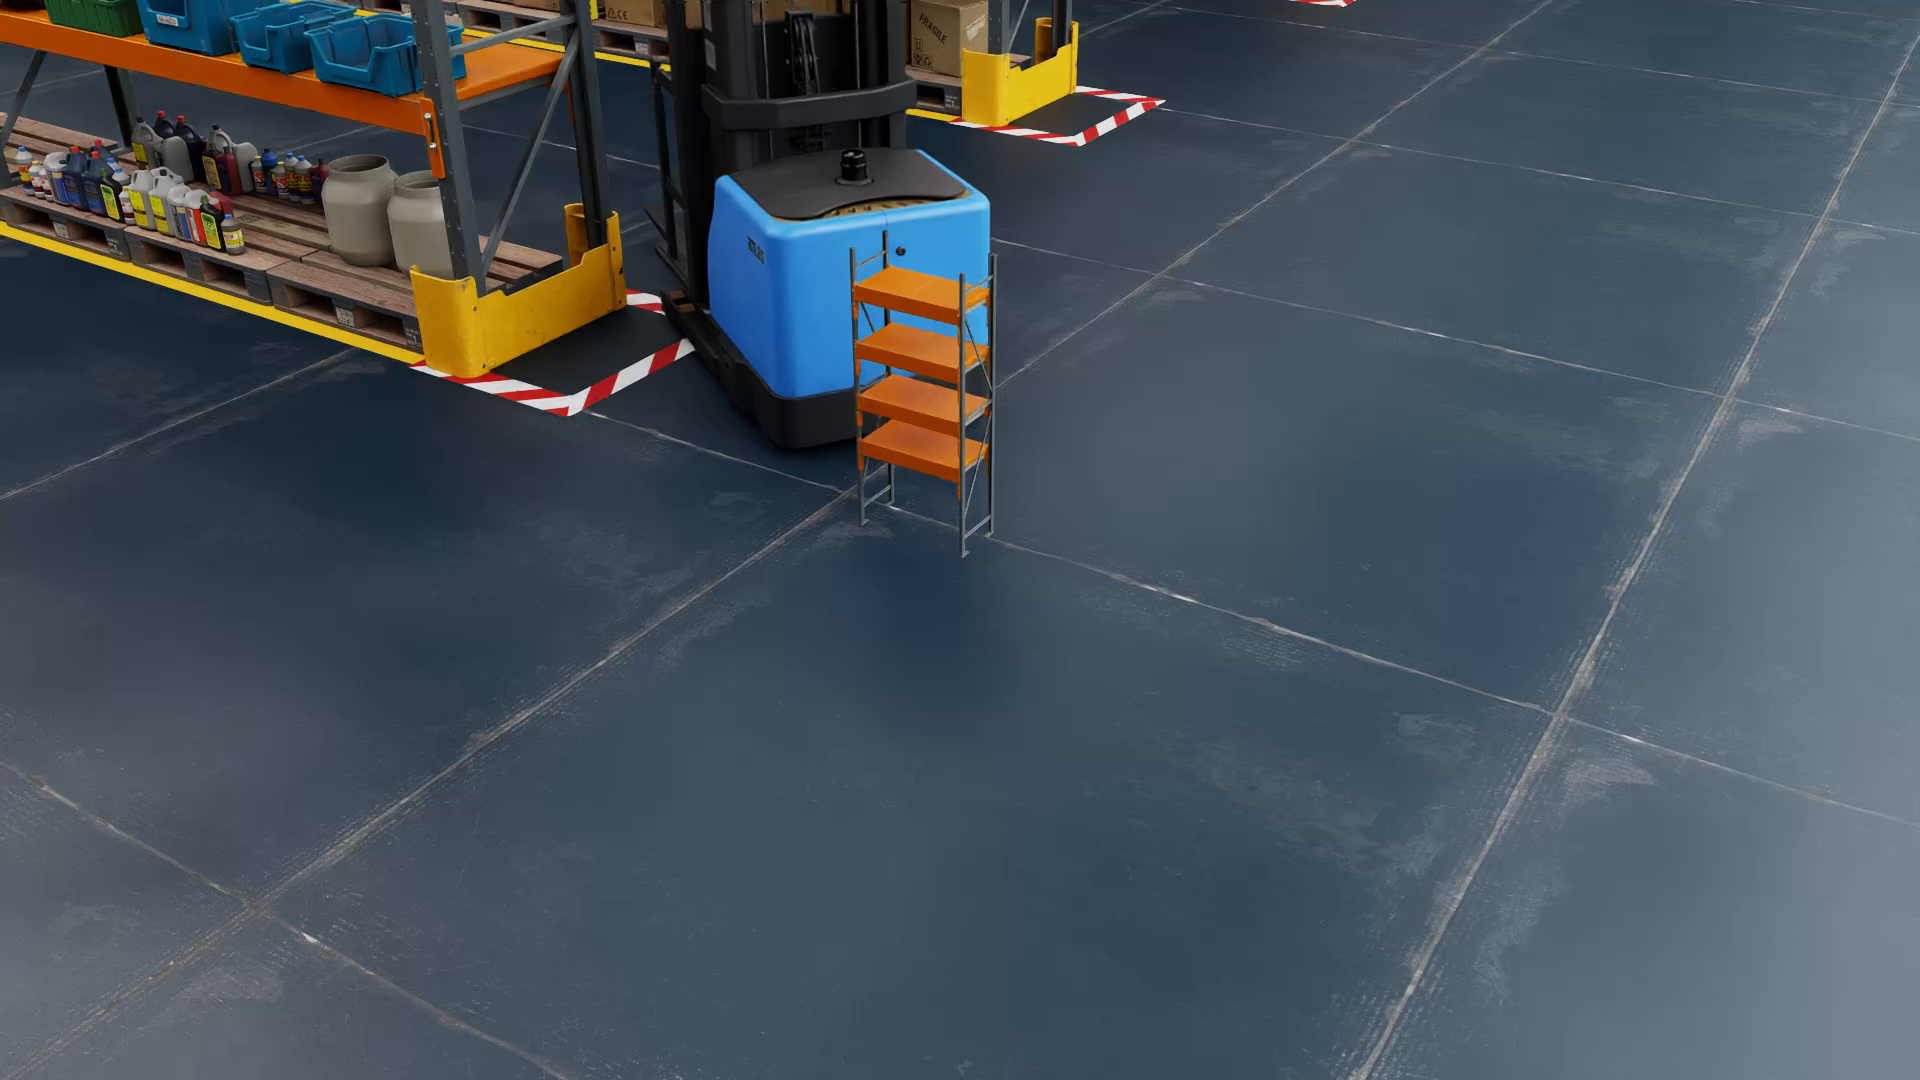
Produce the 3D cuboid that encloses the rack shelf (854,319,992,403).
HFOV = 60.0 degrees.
[{"bbox_3d":[-0.140,-0.698,6.445,0.480,0.148,0.258,18,35,27],"label":"rack shelf"}]

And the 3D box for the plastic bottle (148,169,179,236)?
[{"bbox_3d":[-4.372,-1.873,9.177,0.185,0.351,0.144,19,35,29],"label":"plastic bottle"}]

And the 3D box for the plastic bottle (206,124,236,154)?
[{"bbox_3d":[-4.378,-2.294,9.897,0.185,0.351,0.144,17,34,27],"label":"plastic bottle"}]

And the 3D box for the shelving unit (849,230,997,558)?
[{"bbox_3d":[-0.140,-0.563,6.524,0.503,1.200,0.258,18,35,27],"label":"shelving unit"}]

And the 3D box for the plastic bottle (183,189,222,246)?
[{"bbox_3d":[-4.112,-1.761,9.059,0.135,0.276,0.152,18,35,28],"label":"plastic bottle"}]

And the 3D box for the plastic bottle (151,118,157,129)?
[{"bbox_3d":[-4.930,-2.464,10.256,0.133,0.283,0.061,19,35,30],"label":"plastic bottle"}]

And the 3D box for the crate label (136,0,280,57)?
[{"bbox_3d":[-3.828,-2.756,8.463,0.616,0.435,0.502,18,35,27],"label":"crate label"}]

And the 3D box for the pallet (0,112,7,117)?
[{"bbox_3d":[-7.236,-2.751,11.256,1.213,0.211,1.003,18,35,27],"label":"pallet"}]

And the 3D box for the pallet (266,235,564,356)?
[{"bbox_3d":[-2.899,-1.379,8.905,1.213,0.211,1.003,18,35,27],"label":"pallet"}]

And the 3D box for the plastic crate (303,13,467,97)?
[{"bbox_3d":[-2.708,-2.306,7.873,0.616,0.251,0.499,18,35,27],"label":"plastic crate"}]

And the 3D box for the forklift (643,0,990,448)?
[{"bbox_3d":[-0.913,-2.392,7.942,1.130,2.935,3.031,-13,33,-20],"label":"forklift"}]

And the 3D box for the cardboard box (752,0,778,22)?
[{"bbox_3d":[-1.505,-4.244,13.111,0.500,0.500,0.500,14,33,23],"label":"cardboard box"}]

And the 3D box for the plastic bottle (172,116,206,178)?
[{"bbox_3d":[-4.652,-2.380,10.045,0.185,0.351,0.144,16,34,25],"label":"plastic bottle"}]

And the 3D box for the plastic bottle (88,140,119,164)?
[{"bbox_3d":[-4.973,-2.149,9.649,0.185,0.351,0.144,18,35,27],"label":"plastic bottle"}]

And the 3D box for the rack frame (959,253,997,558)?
[{"bbox_3d":[0.066,-0.497,6.412,0.015,1.200,0.240,18,35,27],"label":"rack frame"}]

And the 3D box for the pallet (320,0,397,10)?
[{"bbox_3d":[-5.606,-5.206,15.465,1.213,0.211,1.003,18,35,27],"label":"pallet"}]

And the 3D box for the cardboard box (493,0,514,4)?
[{"bbox_3d":[-3.782,-4.969,14.334,0.500,0.500,0.700,17,34,27],"label":"cardboard box"}]

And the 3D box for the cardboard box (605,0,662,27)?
[{"bbox_3d":[-2.562,-4.527,13.596,0.500,0.500,0.500,16,34,26],"label":"cardboard box"}]

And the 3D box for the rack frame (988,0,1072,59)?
[{"bbox_3d":[0.508,-4.477,11.448,0.127,3.000,1.000,18,35,27],"label":"rack frame"}]

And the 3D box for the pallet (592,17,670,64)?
[{"bbox_3d":[-2.292,-4.180,13.705,1.213,0.211,1.003,18,35,27],"label":"pallet"}]

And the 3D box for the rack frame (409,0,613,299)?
[{"bbox_3d":[-2.125,-2.364,7.825,0.127,3.000,1.000,18,35,27],"label":"rack frame"}]

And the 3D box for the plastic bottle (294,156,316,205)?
[{"bbox_3d":[-3.785,-2.086,9.619,0.097,0.271,0.097,0,30,0],"label":"plastic bottle"}]

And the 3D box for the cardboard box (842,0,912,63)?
[{"bbox_3d":[-0.536,-3.899,12.521,0.500,0.500,0.500,-25,38,-36],"label":"cardboard box"}]

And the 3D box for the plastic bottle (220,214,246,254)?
[{"bbox_3d":[-3.913,-1.650,8.942,0.097,0.201,0.097,0,30,0],"label":"plastic bottle"}]

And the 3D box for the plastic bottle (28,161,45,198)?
[{"bbox_3d":[-5.390,-2.117,9.742,0.097,0.201,0.097,0,30,0],"label":"plastic bottle"}]

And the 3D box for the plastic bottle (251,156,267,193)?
[{"bbox_3d":[-4.128,-2.164,9.823,0.097,0.201,0.097,0,30,0],"label":"plastic bottle"}]

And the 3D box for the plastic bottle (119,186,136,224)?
[{"bbox_3d":[-4.663,-1.887,9.348,0.097,0.201,0.097,0,30,0],"label":"plastic bottle"}]

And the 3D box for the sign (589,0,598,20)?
[{"bbox_3d":[-1.829,-2.717,8.155,0.005,0.325,0.100,18,35,27],"label":"sign"}]

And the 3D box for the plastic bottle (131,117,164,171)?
[{"bbox_3d":[-4.891,-2.370,10.028,0.185,0.351,0.144,18,35,27],"label":"plastic bottle"}]

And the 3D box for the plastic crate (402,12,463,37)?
[{"bbox_3d":[-2.712,-2.627,8.537,0.250,0.136,0.298,18,35,27],"label":"plastic crate"}]

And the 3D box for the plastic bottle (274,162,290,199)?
[{"bbox_3d":[-3.954,-2.109,9.728,0.097,0.201,0.097,0,30,0],"label":"plastic bottle"}]

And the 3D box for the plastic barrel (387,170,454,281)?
[{"bbox_3d":[-2.723,-1.614,8.592,0.421,0.512,0.421,0,30,0],"label":"plastic barrel"}]

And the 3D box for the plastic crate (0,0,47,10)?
[{"bbox_3d":[-5.137,-3.214,9.344,0.504,0.338,0.767,18,35,27],"label":"plastic crate"}]

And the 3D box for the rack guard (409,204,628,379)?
[{"bbox_3d":[-2.214,-1.284,8.455,0.348,0.500,1.175,18,35,27],"label":"rack guard"}]

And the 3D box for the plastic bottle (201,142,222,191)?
[{"bbox_3d":[-4.411,-2.214,9.827,0.133,0.283,0.061,18,35,27],"label":"plastic bottle"}]

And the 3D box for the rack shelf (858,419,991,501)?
[{"bbox_3d":[-0.140,-0.333,6.658,0.480,0.148,0.258,18,35,27],"label":"rack shelf"}]

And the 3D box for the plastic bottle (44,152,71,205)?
[{"bbox_3d":[-5.188,-2.101,9.641,0.135,0.276,0.152,19,35,29],"label":"plastic bottle"}]

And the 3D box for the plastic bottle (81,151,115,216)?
[{"bbox_3d":[-4.890,-2.037,9.457,0.185,0.351,0.144,16,34,25],"label":"plastic bottle"}]

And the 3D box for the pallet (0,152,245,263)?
[{"bbox_3d":[-4.966,-2.033,10.025,1.213,0.211,1.003,18,35,27],"label":"pallet"}]

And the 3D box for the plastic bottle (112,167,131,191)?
[{"bbox_3d":[-4.745,-1.979,9.437,0.097,0.271,0.097,0,30,0],"label":"plastic bottle"}]
